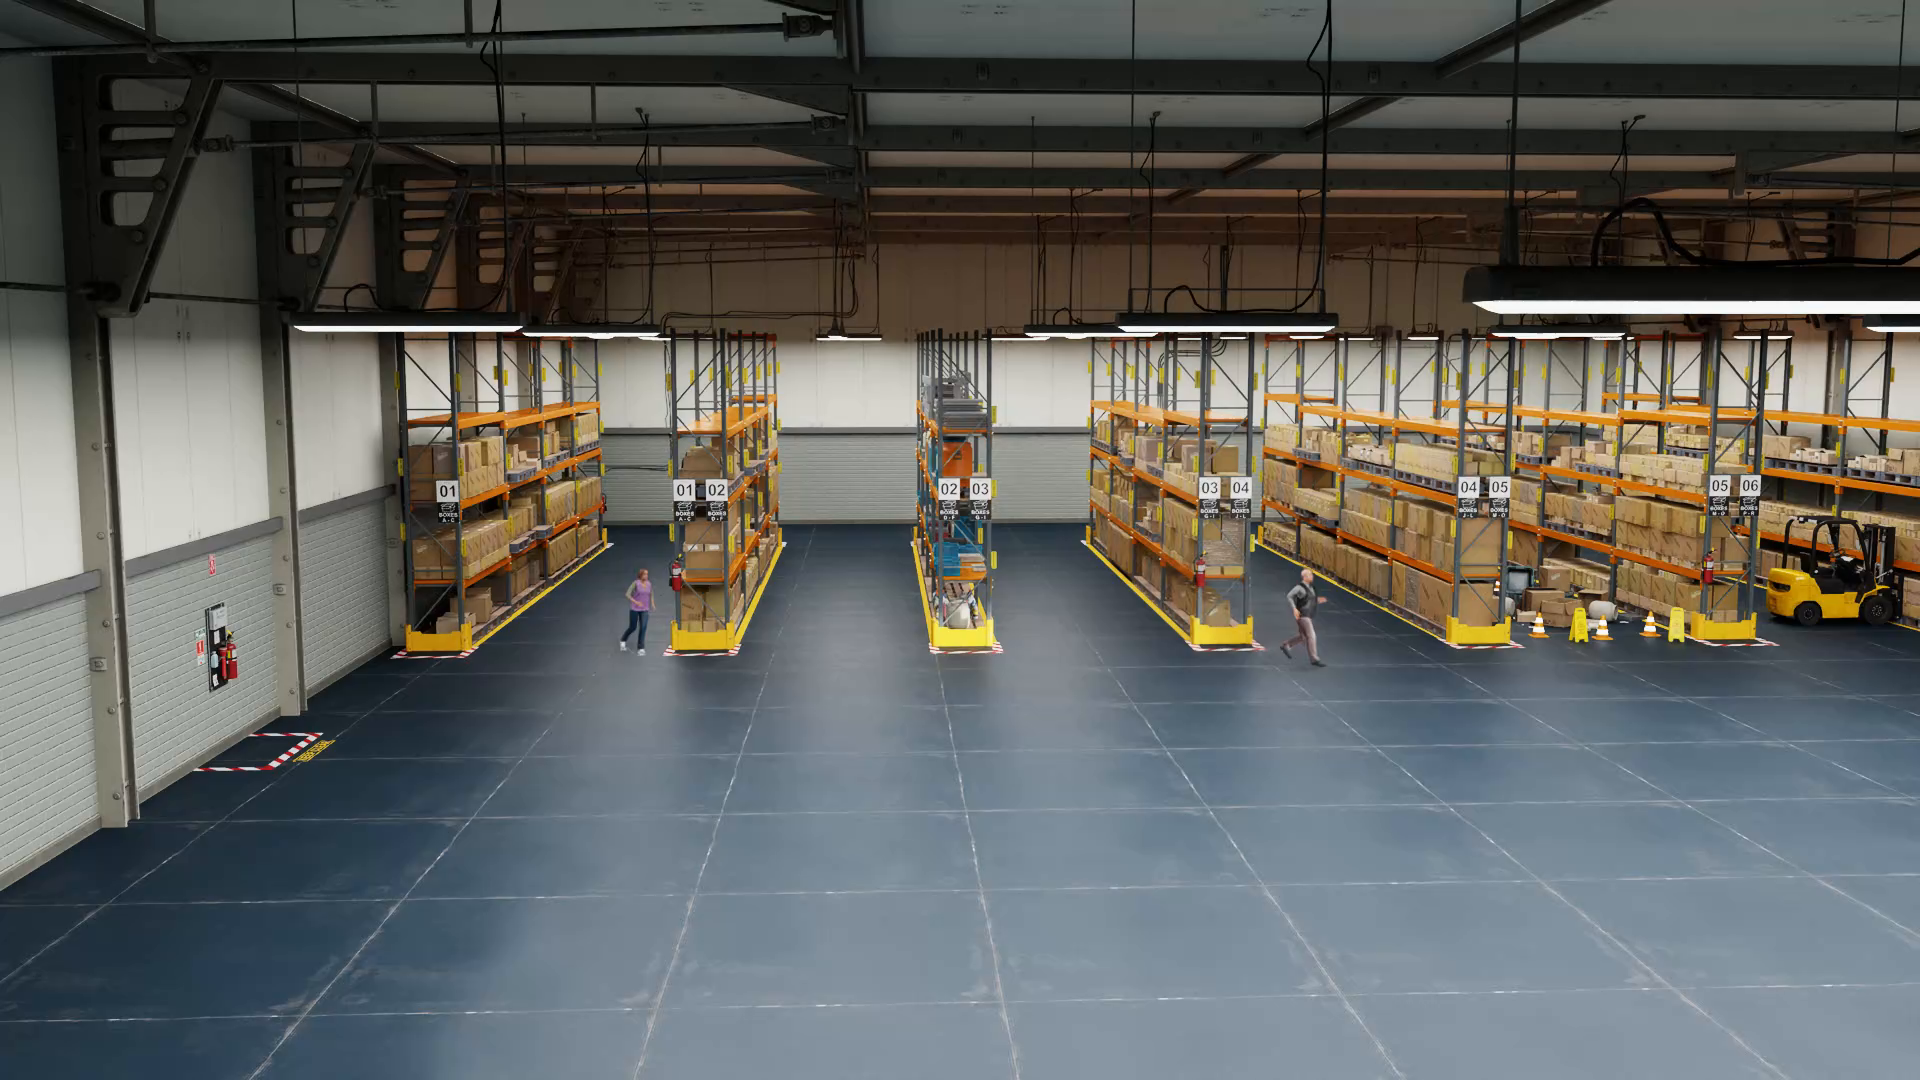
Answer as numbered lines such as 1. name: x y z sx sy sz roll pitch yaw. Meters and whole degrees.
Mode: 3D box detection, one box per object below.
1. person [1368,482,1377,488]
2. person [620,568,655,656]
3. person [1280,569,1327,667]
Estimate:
1. person: 12.214 -0.950 49.424 0.972 1.649 0.574 0 7 0
2. person: -5.897 1.304 30.769 0.607 1.568 0.830 -5 8 -36
3. person: 6.123 1.366 29.564 0.924 1.706 0.657 5 8 36
